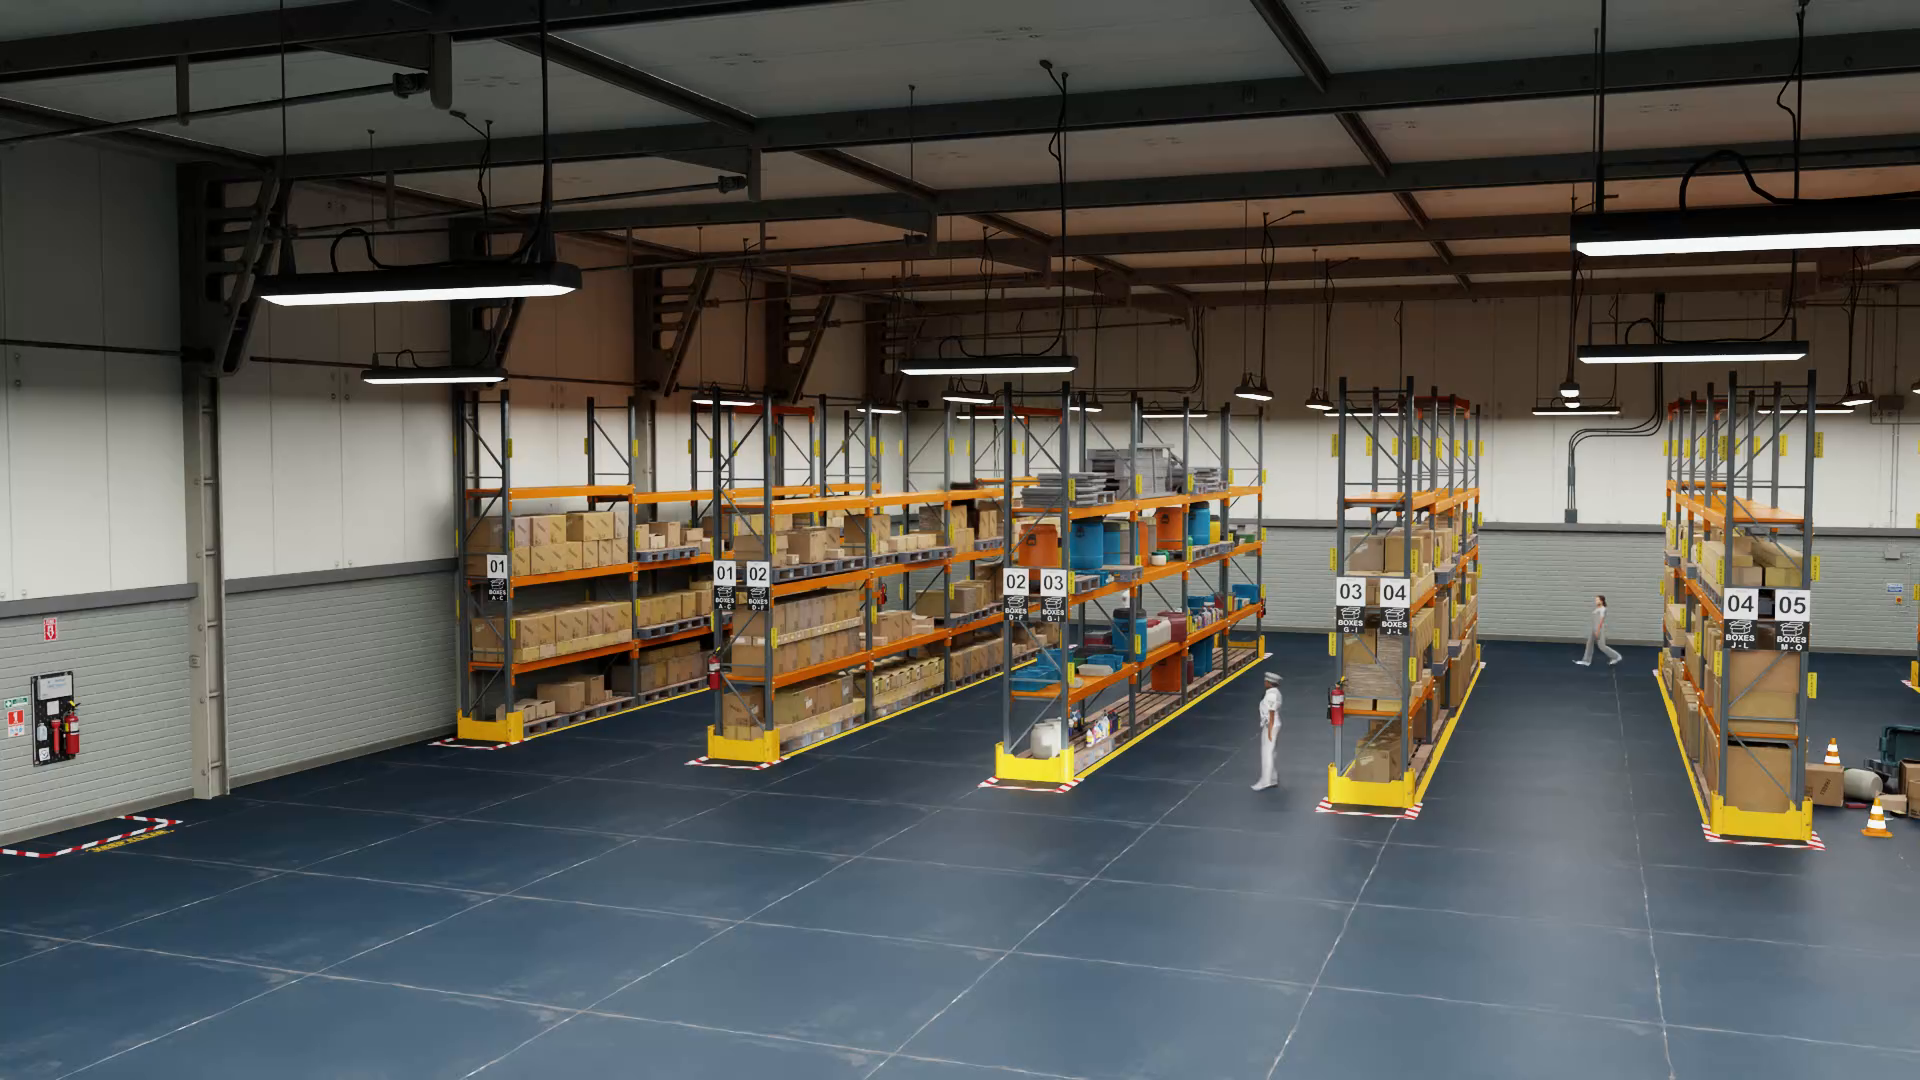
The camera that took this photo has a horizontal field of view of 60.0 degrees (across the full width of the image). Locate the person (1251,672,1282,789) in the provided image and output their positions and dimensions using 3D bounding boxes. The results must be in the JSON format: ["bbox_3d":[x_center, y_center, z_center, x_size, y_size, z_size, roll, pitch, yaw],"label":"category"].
[{"bbox_3d":[4.541,2.806,24.586,0.412,1.697,0.586,1,3,16],"label":"person"}]

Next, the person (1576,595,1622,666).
[{"bbox_3d":[14.675,2.082,38.138,0.958,1.640,0.490,1,3,11],"label":"person"}]

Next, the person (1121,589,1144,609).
[{"bbox_3d":[4.270,1.867,41.105,0.582,1.798,0.555,0,3,-8],"label":"person"}]
